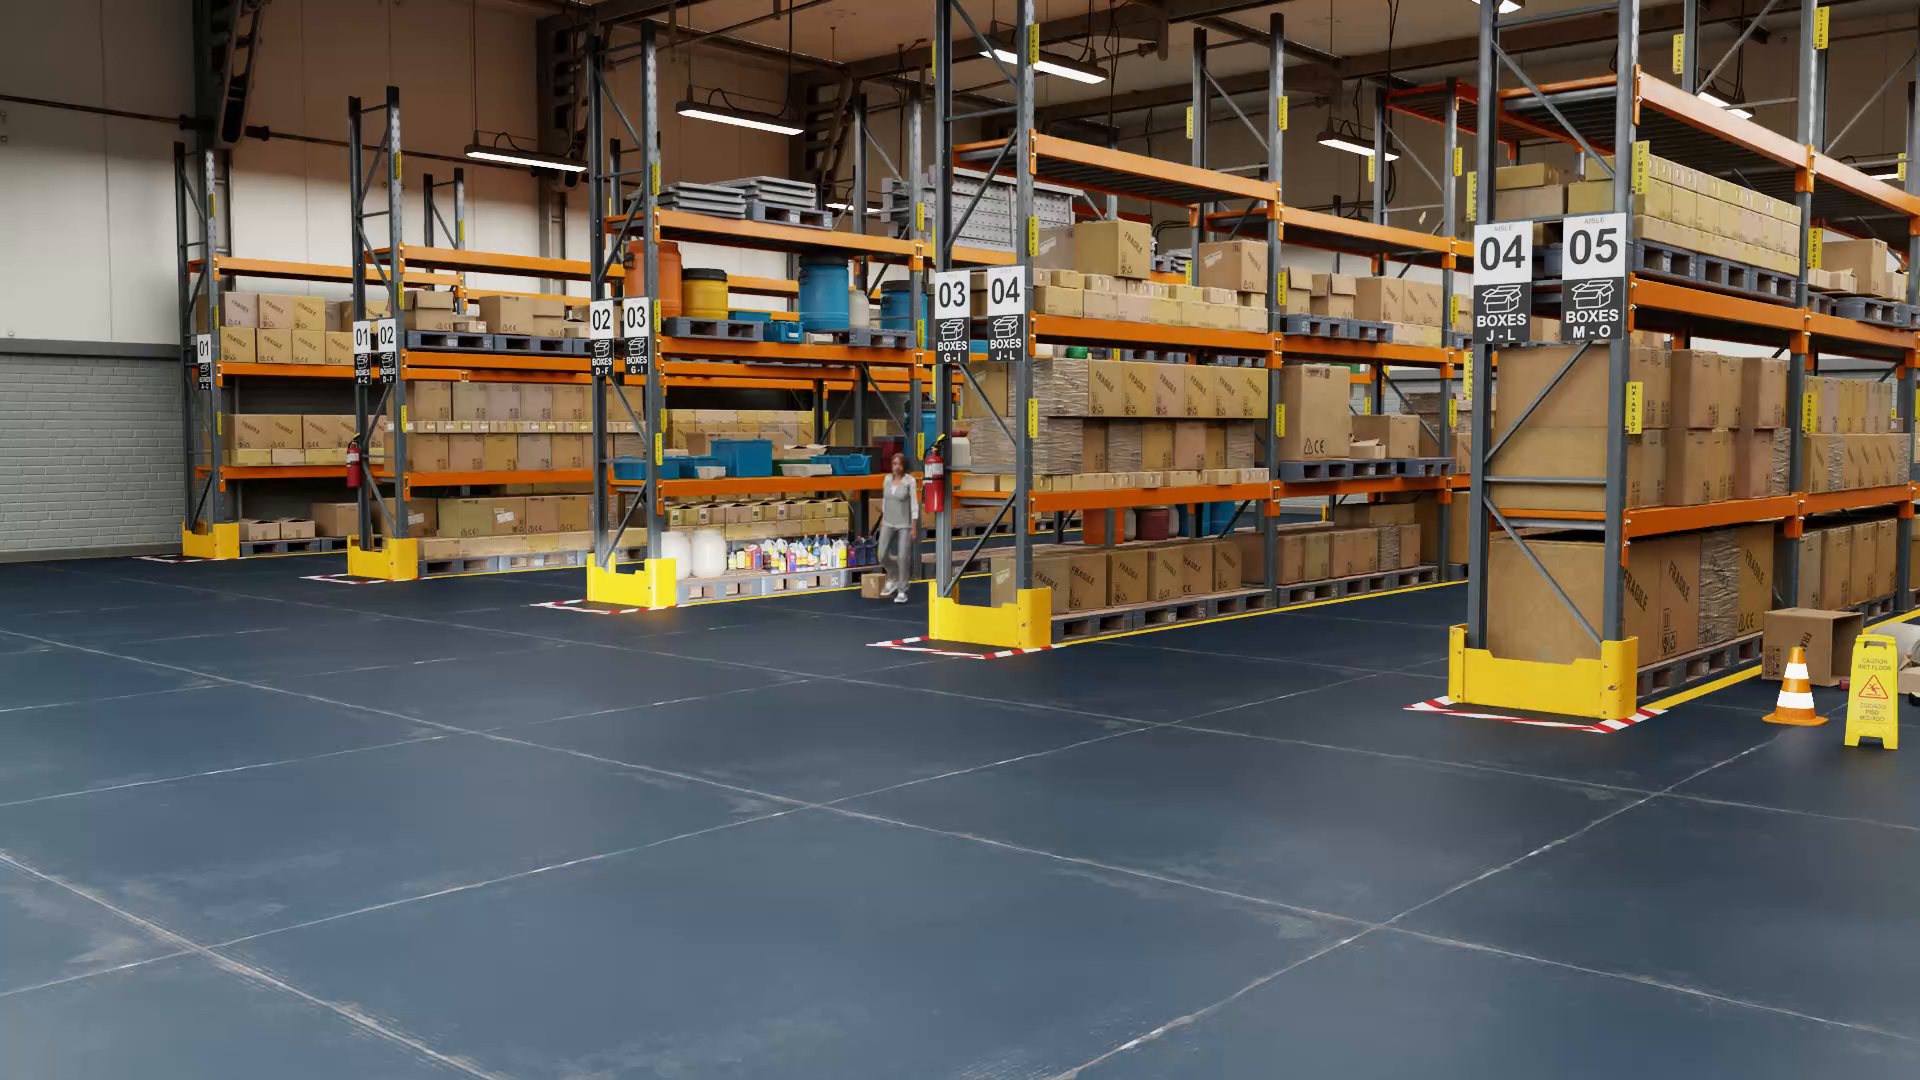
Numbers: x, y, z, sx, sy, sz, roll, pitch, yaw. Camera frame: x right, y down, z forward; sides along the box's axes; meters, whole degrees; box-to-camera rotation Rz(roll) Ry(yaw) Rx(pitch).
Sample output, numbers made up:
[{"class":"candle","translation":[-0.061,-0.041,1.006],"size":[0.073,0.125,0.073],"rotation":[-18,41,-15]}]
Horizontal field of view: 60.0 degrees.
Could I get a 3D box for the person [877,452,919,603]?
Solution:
[{"class":"person","translation":[-0.643,-0.130,17.519],"size":[0.463,1.586,0.430],"rotation":[1,4,18]}]
